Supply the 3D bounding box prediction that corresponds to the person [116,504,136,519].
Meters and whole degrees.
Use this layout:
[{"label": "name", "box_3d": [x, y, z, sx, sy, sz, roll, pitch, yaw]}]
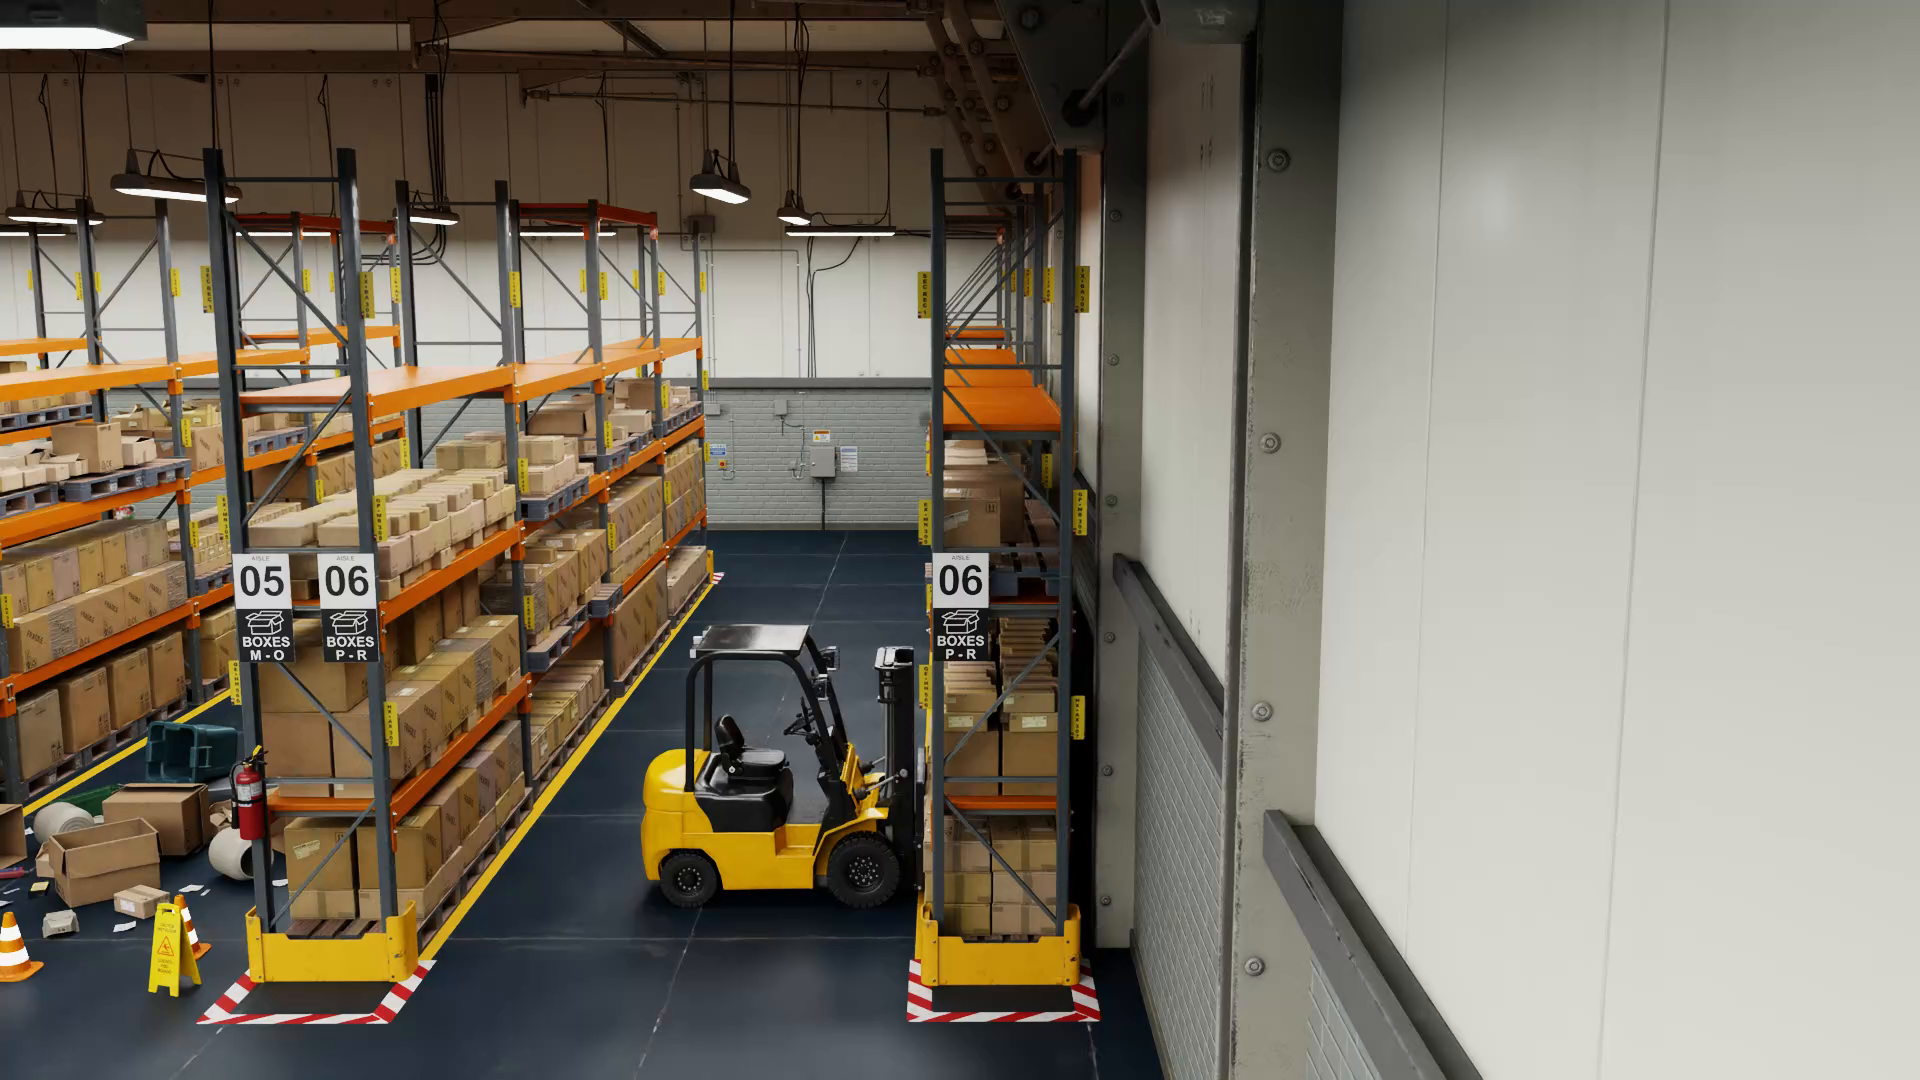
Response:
[{"label": "person", "box_3d": [-14.758, -0.393, 29.328, 0.603, 1.746, 0.677, 2, 9, 15]}]
